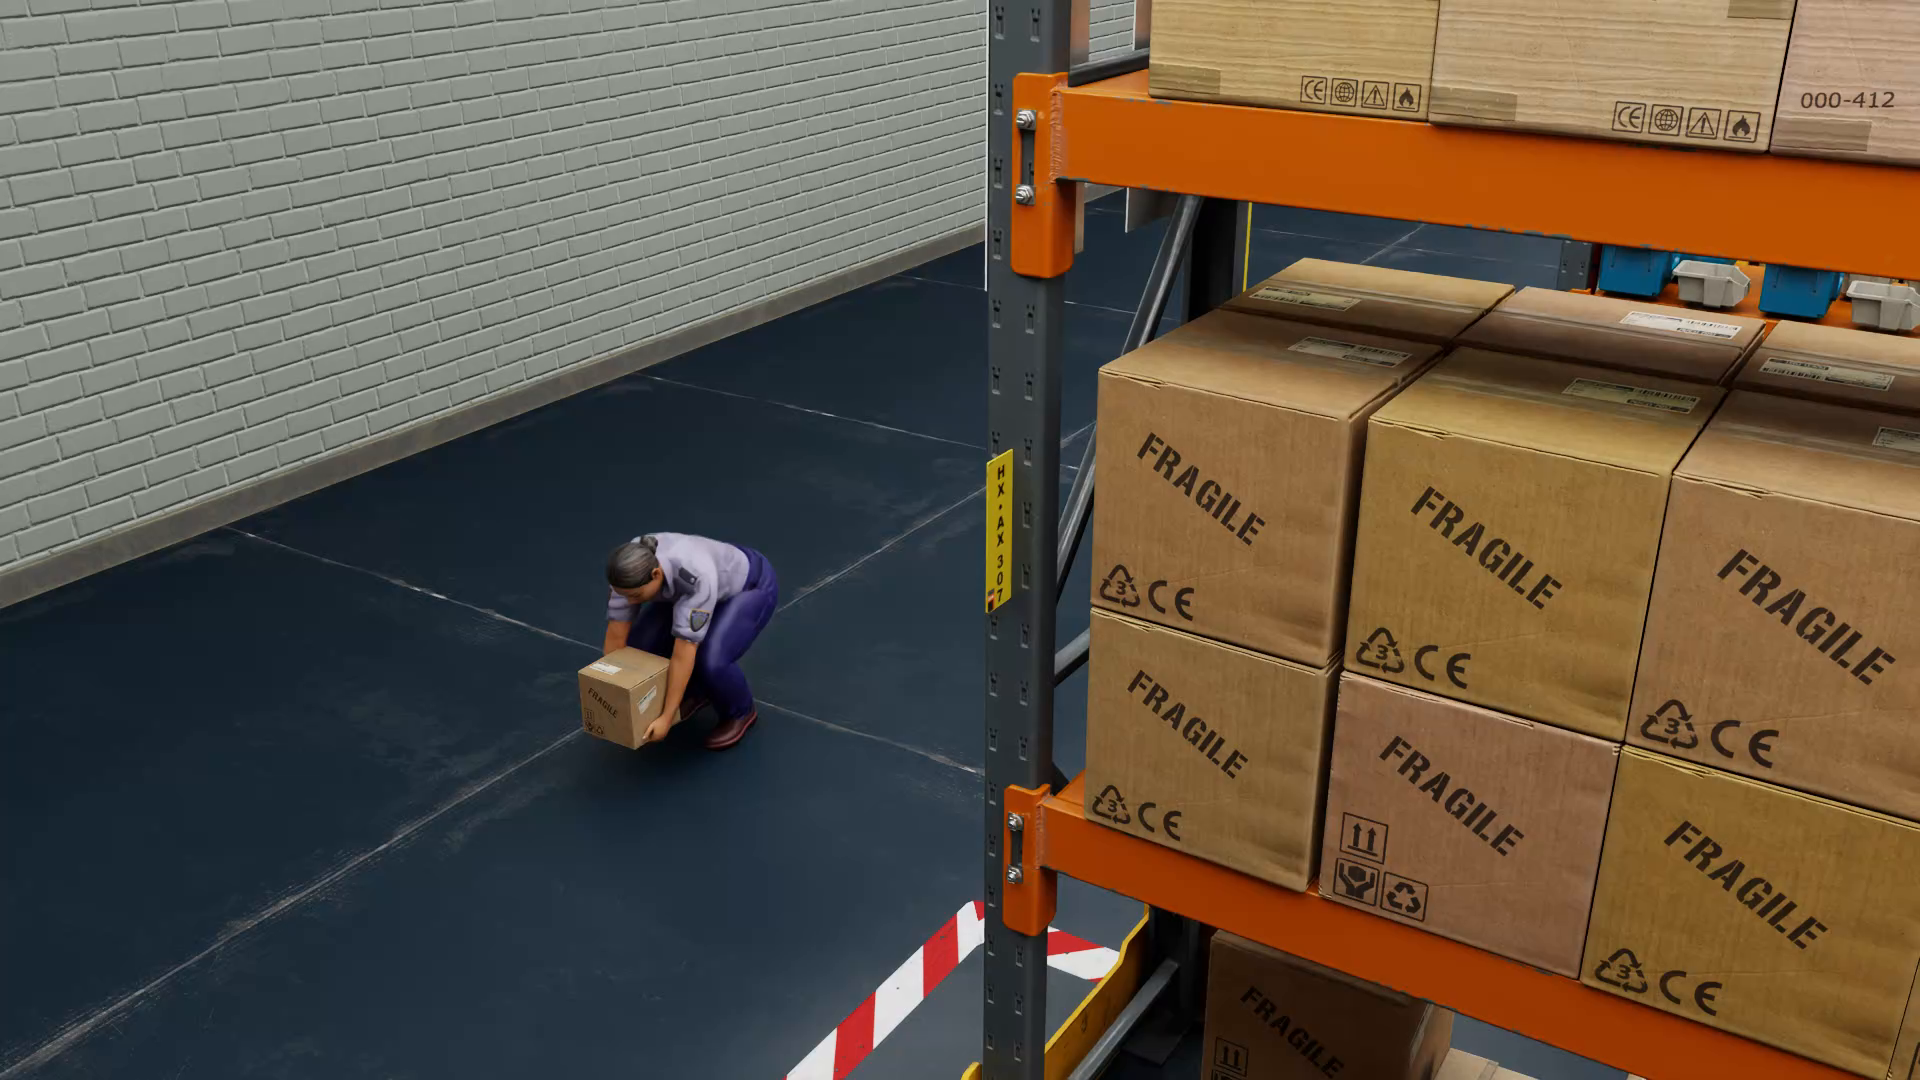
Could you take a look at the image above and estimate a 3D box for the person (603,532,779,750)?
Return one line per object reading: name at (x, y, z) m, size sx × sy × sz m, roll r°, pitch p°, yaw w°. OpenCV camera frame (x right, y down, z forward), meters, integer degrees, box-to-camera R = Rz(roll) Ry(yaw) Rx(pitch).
person at (-1.050, 0.338, 6.241) m, size 0.501 × 0.939 × 0.799 m, roll 13°, pitch 26°, yaw 28°
